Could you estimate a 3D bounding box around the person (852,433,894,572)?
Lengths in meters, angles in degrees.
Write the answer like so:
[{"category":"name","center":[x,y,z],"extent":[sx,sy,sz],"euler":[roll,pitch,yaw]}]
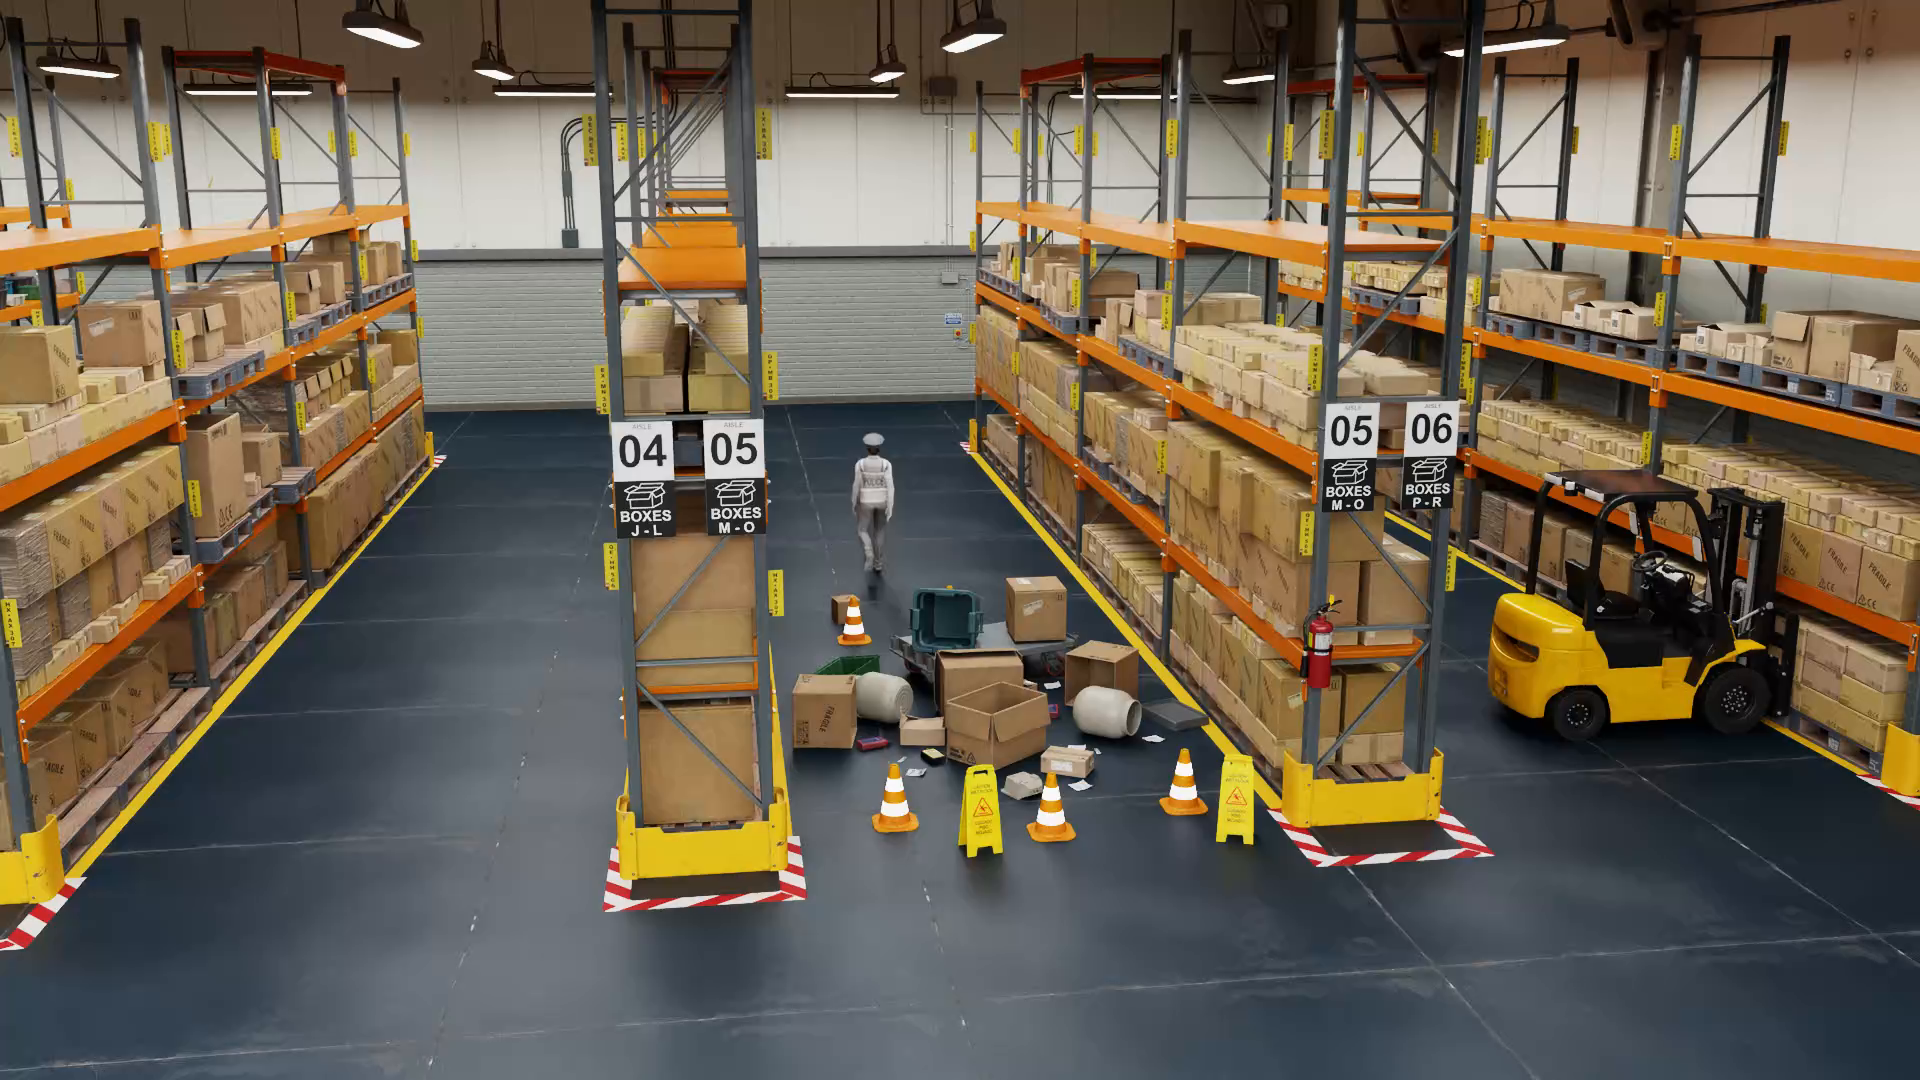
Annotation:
[{"category":"person","center":[-1.023,-0.424,19.638],"extent":[0.488,1.662,0.711],"euler":[-2,13,-10]}]
